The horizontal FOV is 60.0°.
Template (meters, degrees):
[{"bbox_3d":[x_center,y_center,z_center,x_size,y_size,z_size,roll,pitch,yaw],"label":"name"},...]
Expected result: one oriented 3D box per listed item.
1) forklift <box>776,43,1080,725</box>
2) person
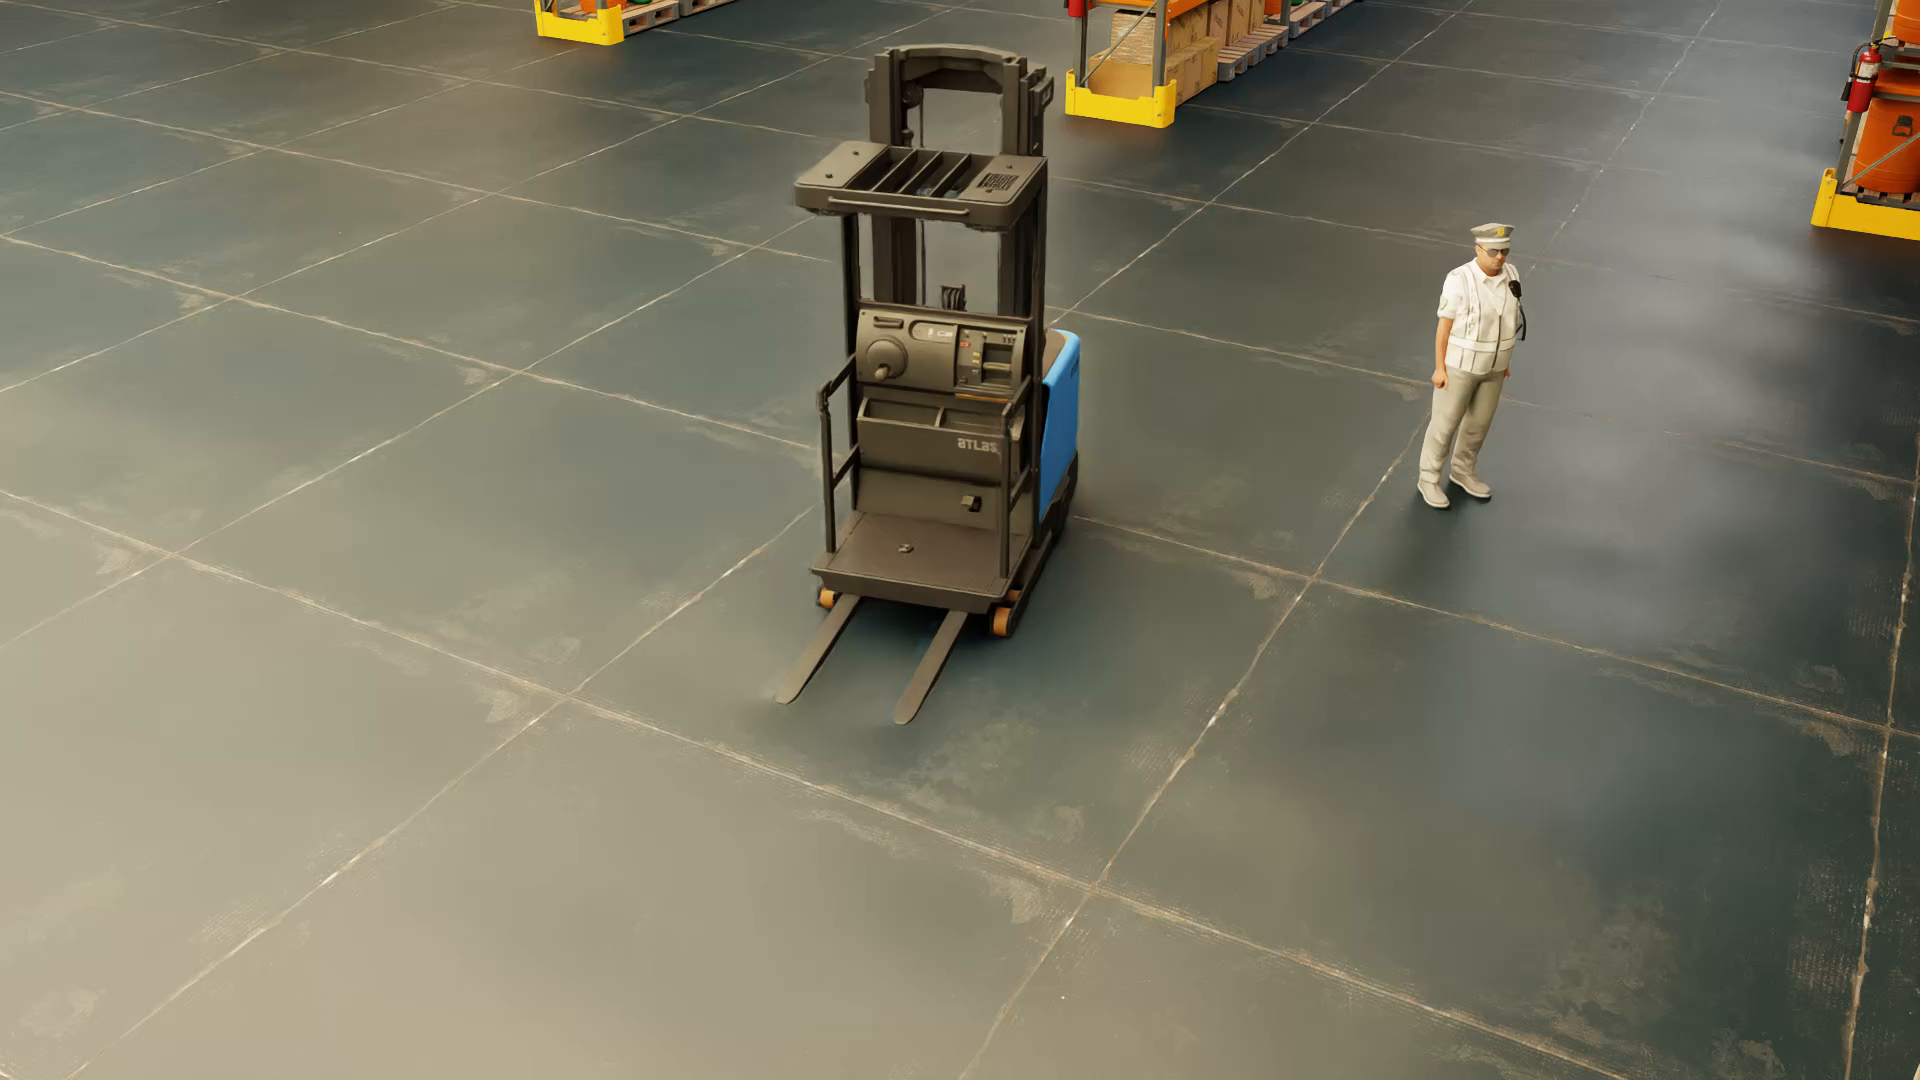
[{"bbox_3d":[-0.163,-0.959,8.732,1.130,2.935,3.031,8,31,14],"label":"forklift"},{"bbox_3d":[3.122,-1.078,10.101,0.528,1.773,0.395,-11,32,-18],"label":"person"}]
